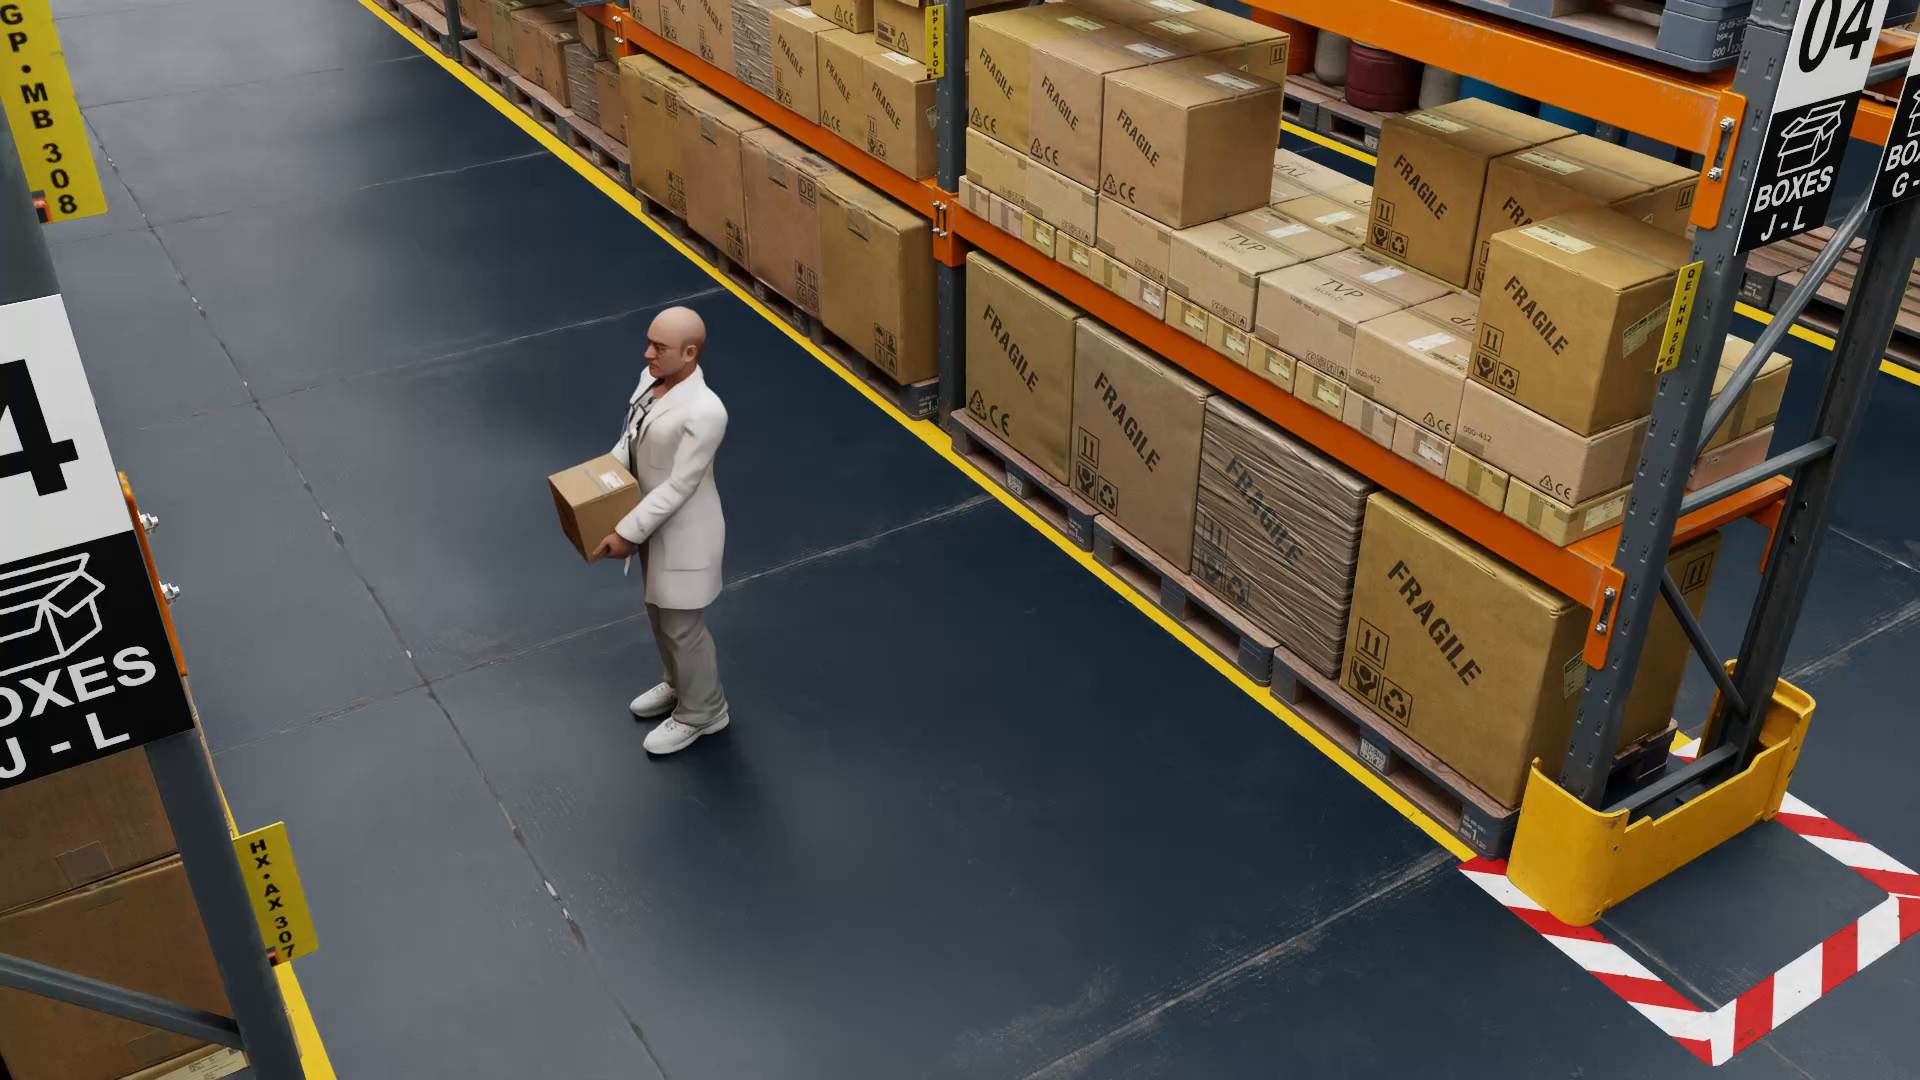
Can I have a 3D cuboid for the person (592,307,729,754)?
[{"bbox_3d":[-1.138,-0.010,6.174,0.553,1.772,0.529,-18,36,-26],"label":"person"}]
